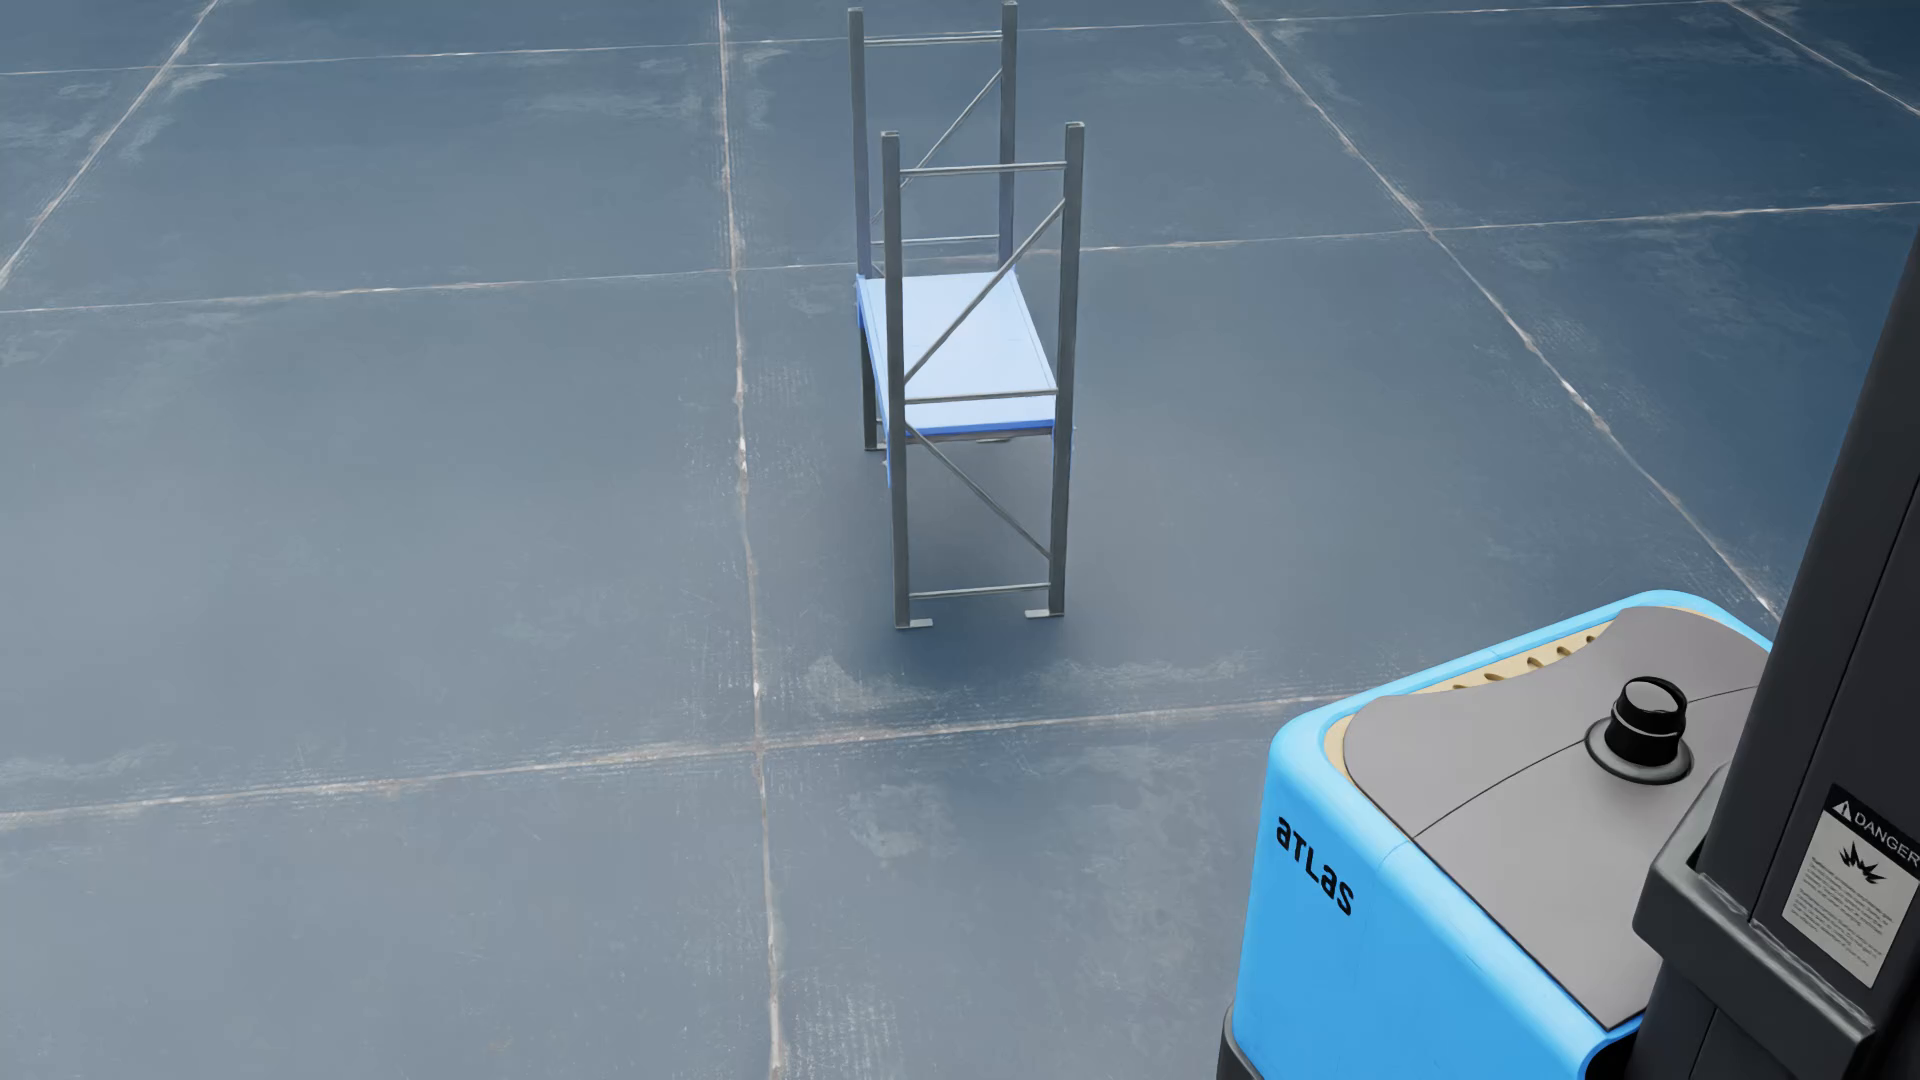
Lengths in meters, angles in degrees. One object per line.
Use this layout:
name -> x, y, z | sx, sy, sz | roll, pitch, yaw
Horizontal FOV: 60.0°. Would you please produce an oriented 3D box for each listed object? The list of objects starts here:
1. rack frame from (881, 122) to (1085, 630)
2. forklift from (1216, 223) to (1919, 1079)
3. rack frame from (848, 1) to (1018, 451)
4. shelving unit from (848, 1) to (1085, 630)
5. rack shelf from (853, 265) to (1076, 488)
rack frame -> 0.057, -0.384, 4.481 | 0.500, 1.500, 0.032 | -4, 35, -6
forklift -> 1.633, 0.615, 1.745 | 1.130, 2.935, 3.031 | -16, 37, -22
rack frame -> -0.080, -0.951, 5.314 | 0.500, 1.500, 0.032 | -4, 35, -6
shelving unit -> -0.011, -0.667, 4.897 | 0.538, 1.500, 1.048 | -4, 35, -6
rack shelf -> -0.011, -0.519, 4.999 | 0.538, 0.185, 1.000 | -4, 35, -6
